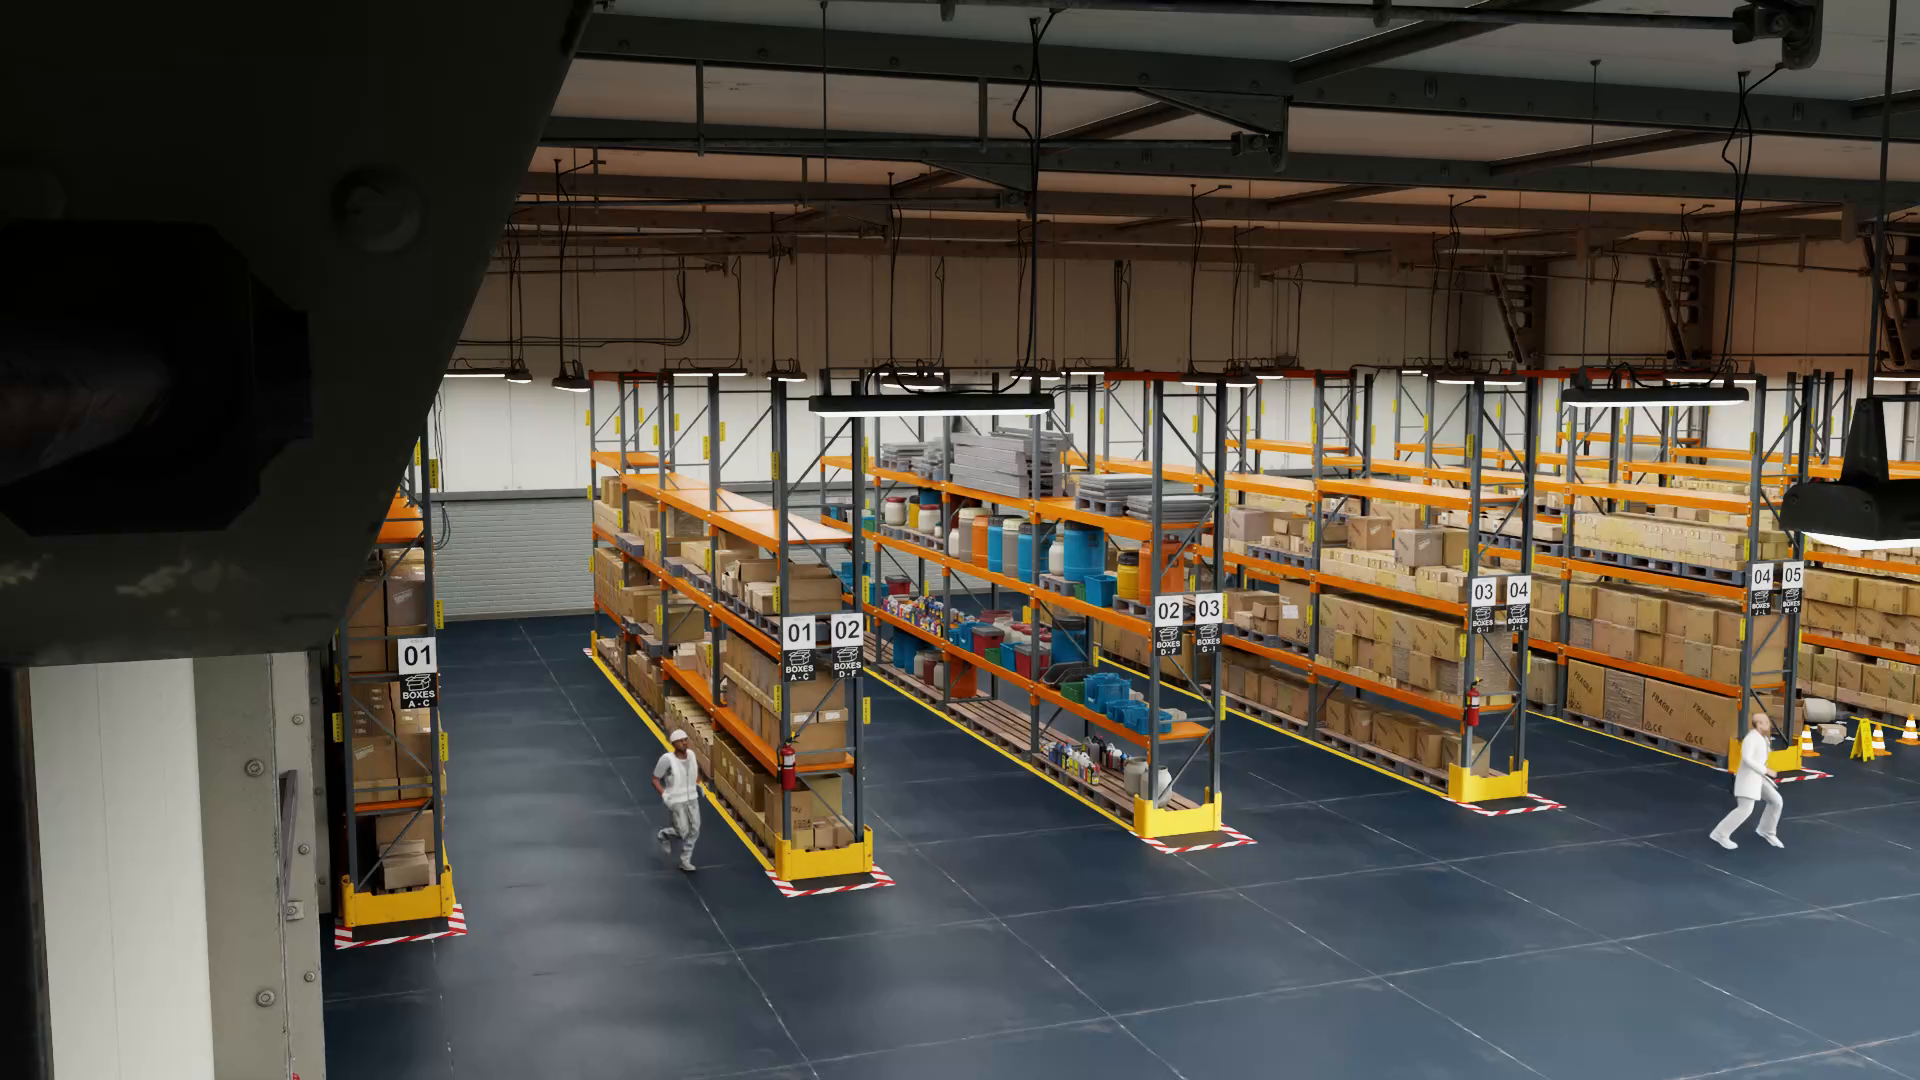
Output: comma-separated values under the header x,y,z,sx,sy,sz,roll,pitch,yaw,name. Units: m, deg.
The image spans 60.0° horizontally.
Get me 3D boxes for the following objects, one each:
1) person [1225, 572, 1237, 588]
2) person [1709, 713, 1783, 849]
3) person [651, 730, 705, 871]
x,y,z,sx,sy,sz,roll,pitch,yaw,name
6.799,0.847,41.348,0.728,1.800,0.671,-3,7,-27,person
10.157,3.101,21.379,0.790,1.773,0.925,4,8,34,person
-3.461,3.190,20.504,0.683,1.736,0.614,-6,9,-44,person
